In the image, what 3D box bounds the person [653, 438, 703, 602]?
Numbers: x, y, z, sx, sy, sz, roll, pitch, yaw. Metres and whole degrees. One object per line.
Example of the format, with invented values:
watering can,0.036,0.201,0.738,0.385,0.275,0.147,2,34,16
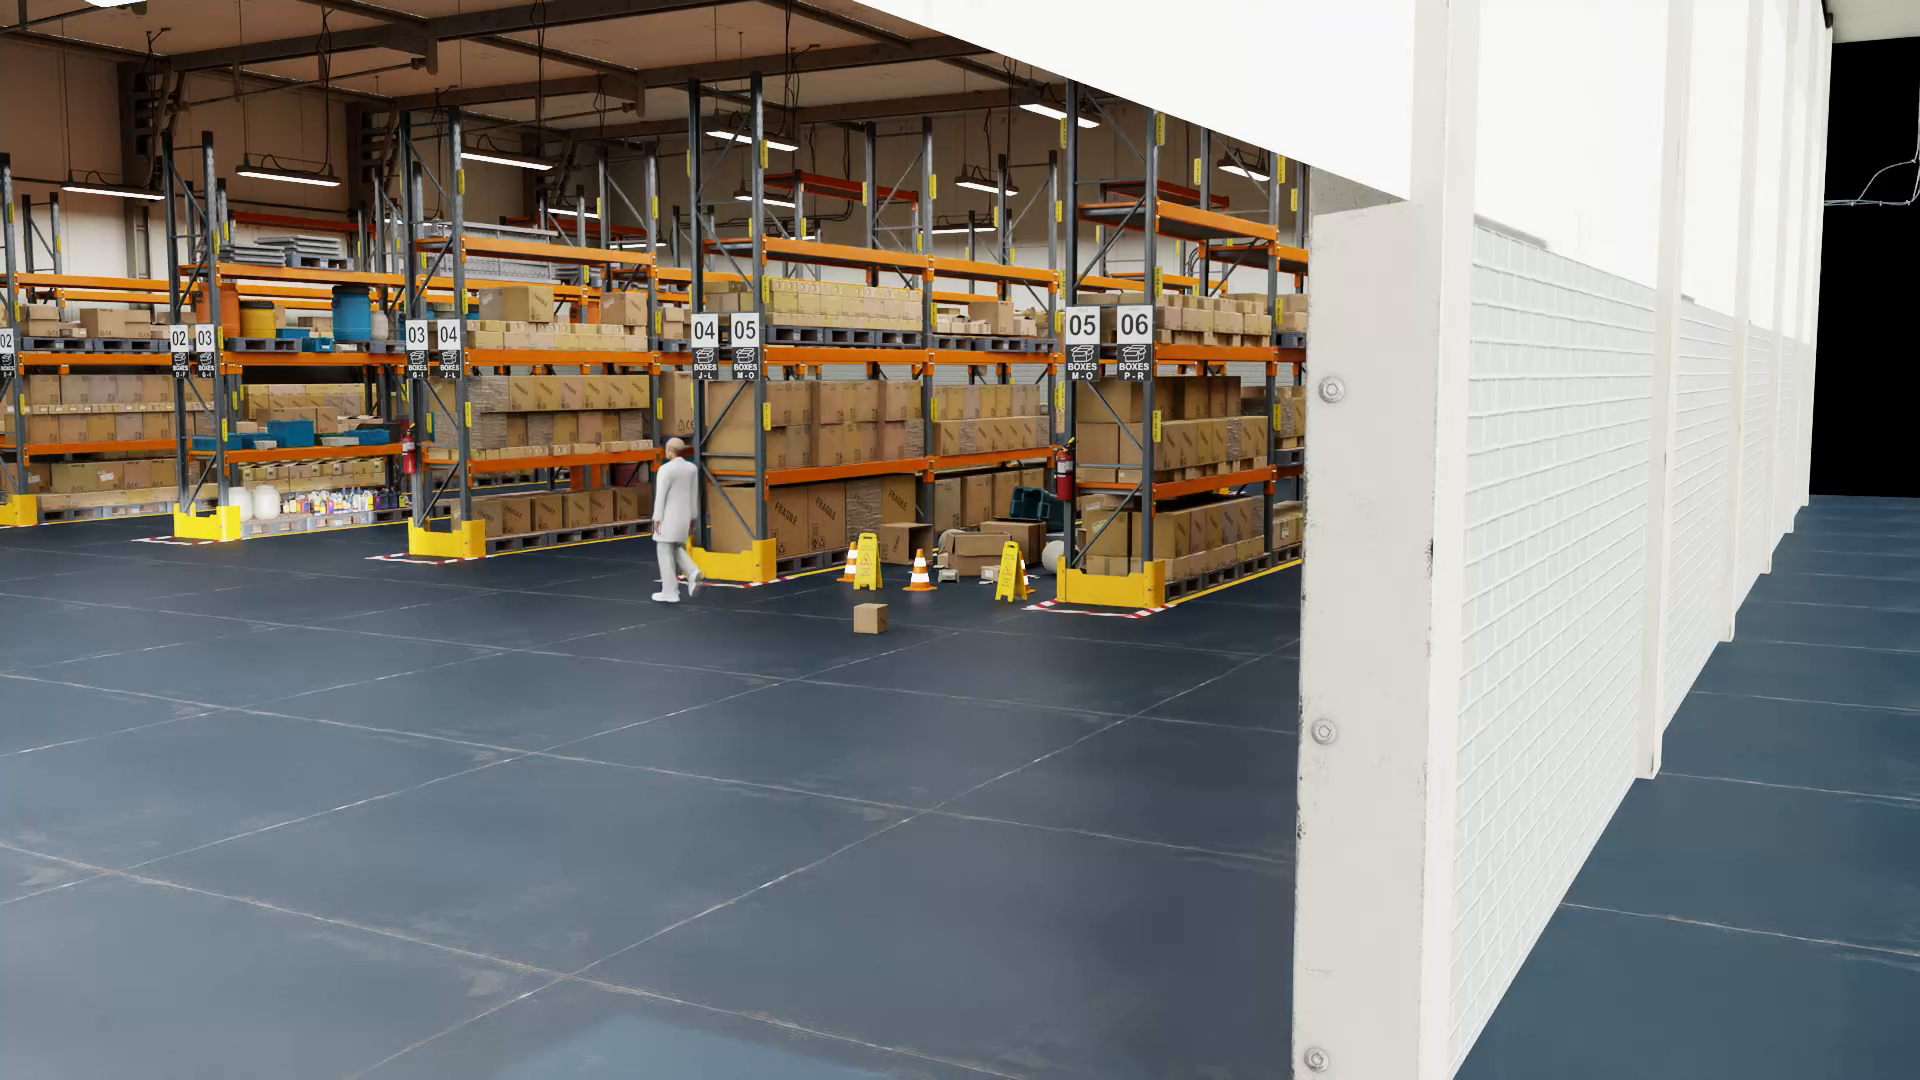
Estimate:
person,-3.063,-0.218,17.971,0.578,1.772,0.595,4,7,34
